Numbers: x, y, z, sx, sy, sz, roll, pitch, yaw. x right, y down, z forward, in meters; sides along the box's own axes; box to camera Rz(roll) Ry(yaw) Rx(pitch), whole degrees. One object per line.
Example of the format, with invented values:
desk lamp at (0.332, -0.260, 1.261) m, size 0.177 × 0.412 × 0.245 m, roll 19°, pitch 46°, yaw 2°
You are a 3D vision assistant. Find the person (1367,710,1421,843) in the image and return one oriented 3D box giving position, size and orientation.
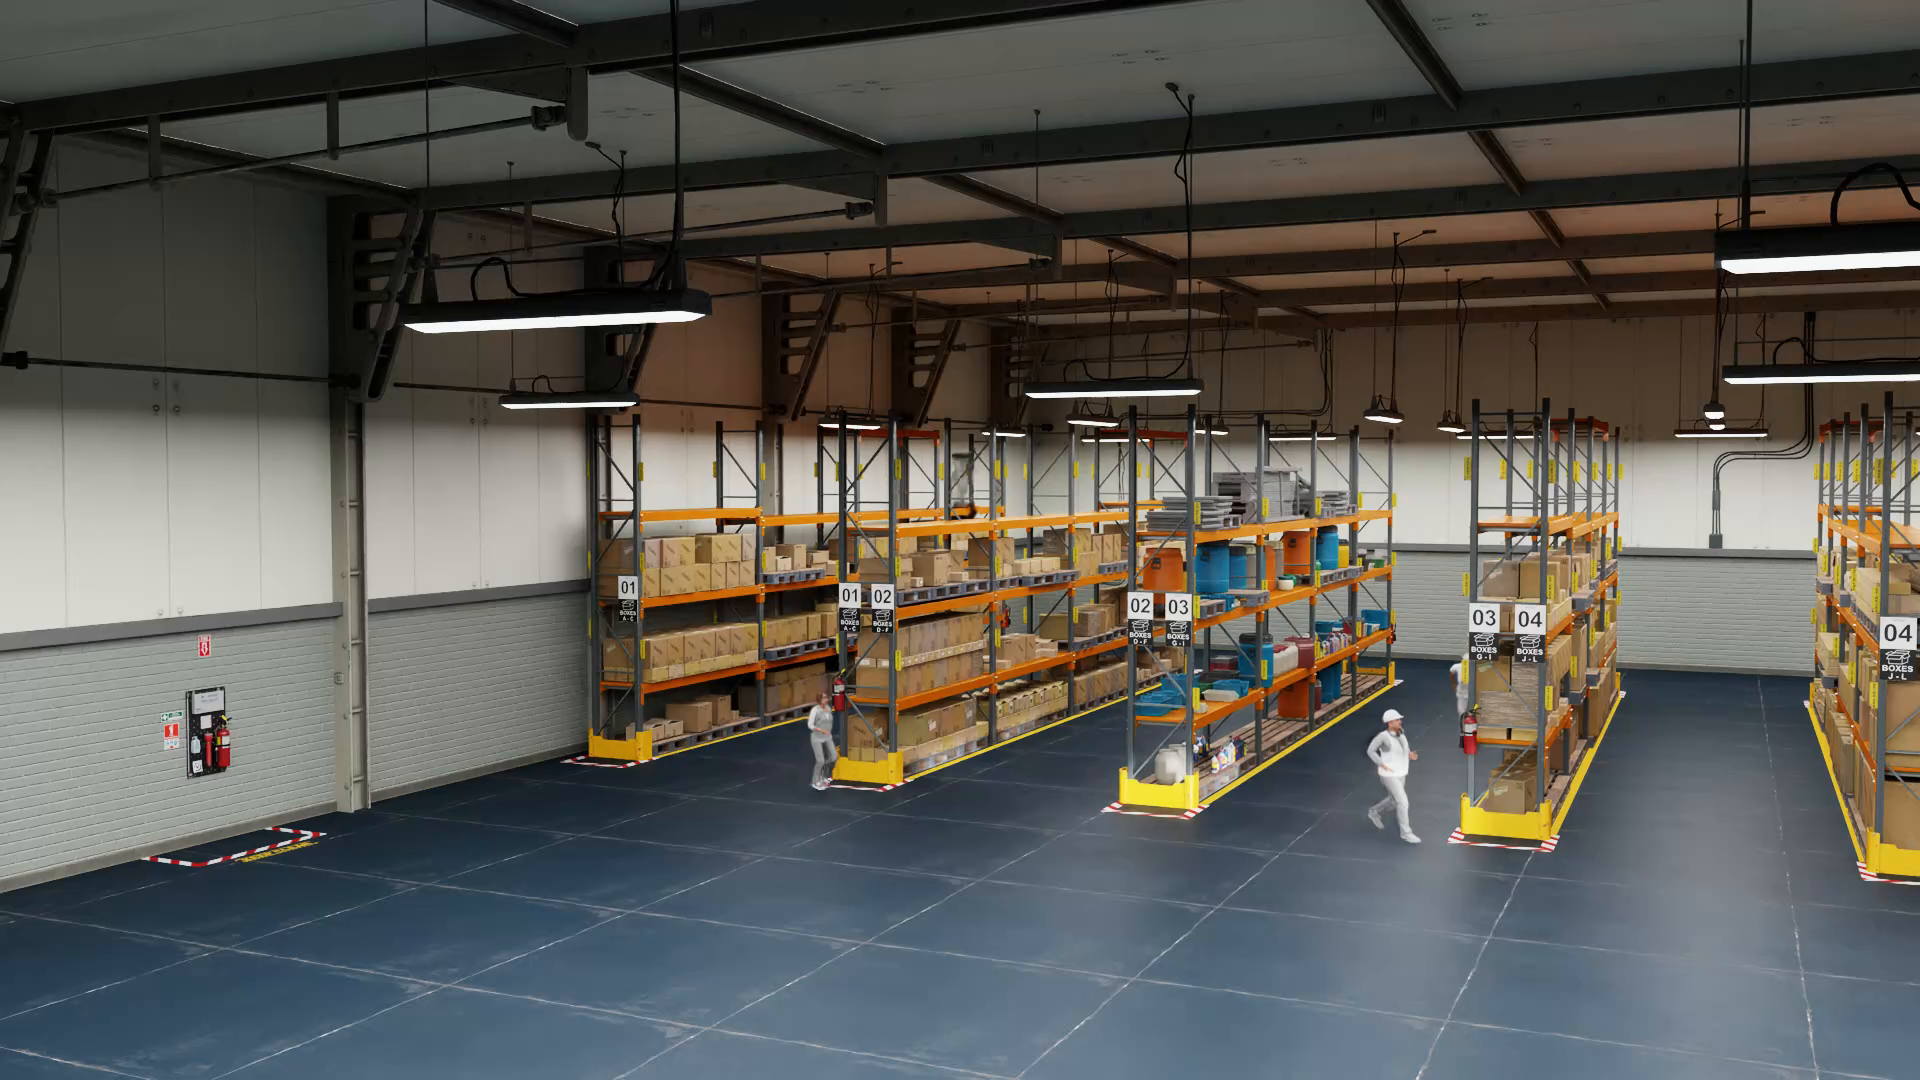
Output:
person at (5.853, 3.190, 22.629) m, size 0.876 × 1.784 × 0.671 m, roll 2°, pitch 3°, yaw 45°

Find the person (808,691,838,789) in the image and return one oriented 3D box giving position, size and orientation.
person at (-2.145, 3.139, 26.018) m, size 0.533 × 1.561 × 0.576 m, roll -2°, pitch 3°, yaw -42°

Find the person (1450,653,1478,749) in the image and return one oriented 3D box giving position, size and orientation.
person at (9.317, 2.918, 30.402) m, size 0.719 × 1.769 × 0.961 m, roll 1°, pitch 3°, yaw 25°
